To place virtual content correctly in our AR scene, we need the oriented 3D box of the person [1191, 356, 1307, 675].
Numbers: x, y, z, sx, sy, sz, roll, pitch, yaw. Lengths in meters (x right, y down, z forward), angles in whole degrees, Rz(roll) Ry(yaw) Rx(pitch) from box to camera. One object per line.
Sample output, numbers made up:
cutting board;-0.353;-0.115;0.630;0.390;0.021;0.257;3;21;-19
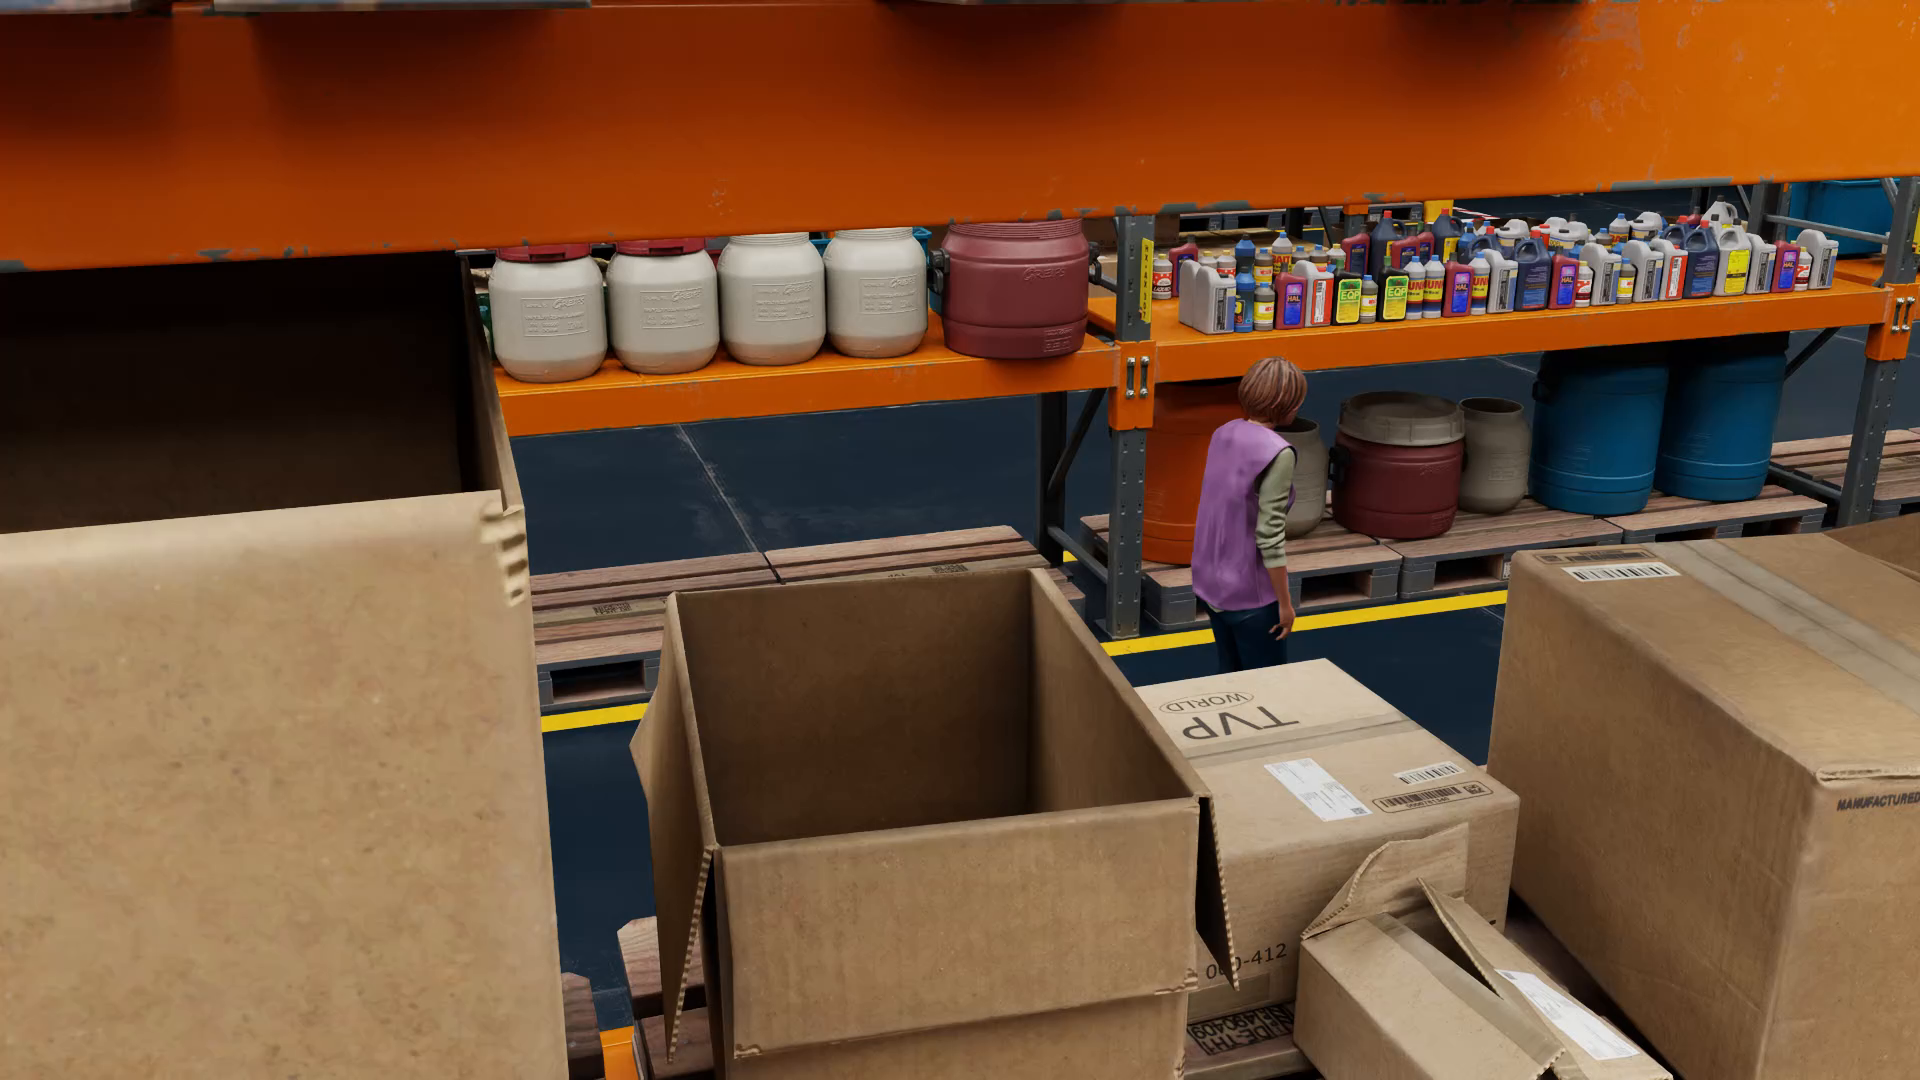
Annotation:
person;0.967;0.175;5.592;0.345;1.592;0.475;-7;21;-20
